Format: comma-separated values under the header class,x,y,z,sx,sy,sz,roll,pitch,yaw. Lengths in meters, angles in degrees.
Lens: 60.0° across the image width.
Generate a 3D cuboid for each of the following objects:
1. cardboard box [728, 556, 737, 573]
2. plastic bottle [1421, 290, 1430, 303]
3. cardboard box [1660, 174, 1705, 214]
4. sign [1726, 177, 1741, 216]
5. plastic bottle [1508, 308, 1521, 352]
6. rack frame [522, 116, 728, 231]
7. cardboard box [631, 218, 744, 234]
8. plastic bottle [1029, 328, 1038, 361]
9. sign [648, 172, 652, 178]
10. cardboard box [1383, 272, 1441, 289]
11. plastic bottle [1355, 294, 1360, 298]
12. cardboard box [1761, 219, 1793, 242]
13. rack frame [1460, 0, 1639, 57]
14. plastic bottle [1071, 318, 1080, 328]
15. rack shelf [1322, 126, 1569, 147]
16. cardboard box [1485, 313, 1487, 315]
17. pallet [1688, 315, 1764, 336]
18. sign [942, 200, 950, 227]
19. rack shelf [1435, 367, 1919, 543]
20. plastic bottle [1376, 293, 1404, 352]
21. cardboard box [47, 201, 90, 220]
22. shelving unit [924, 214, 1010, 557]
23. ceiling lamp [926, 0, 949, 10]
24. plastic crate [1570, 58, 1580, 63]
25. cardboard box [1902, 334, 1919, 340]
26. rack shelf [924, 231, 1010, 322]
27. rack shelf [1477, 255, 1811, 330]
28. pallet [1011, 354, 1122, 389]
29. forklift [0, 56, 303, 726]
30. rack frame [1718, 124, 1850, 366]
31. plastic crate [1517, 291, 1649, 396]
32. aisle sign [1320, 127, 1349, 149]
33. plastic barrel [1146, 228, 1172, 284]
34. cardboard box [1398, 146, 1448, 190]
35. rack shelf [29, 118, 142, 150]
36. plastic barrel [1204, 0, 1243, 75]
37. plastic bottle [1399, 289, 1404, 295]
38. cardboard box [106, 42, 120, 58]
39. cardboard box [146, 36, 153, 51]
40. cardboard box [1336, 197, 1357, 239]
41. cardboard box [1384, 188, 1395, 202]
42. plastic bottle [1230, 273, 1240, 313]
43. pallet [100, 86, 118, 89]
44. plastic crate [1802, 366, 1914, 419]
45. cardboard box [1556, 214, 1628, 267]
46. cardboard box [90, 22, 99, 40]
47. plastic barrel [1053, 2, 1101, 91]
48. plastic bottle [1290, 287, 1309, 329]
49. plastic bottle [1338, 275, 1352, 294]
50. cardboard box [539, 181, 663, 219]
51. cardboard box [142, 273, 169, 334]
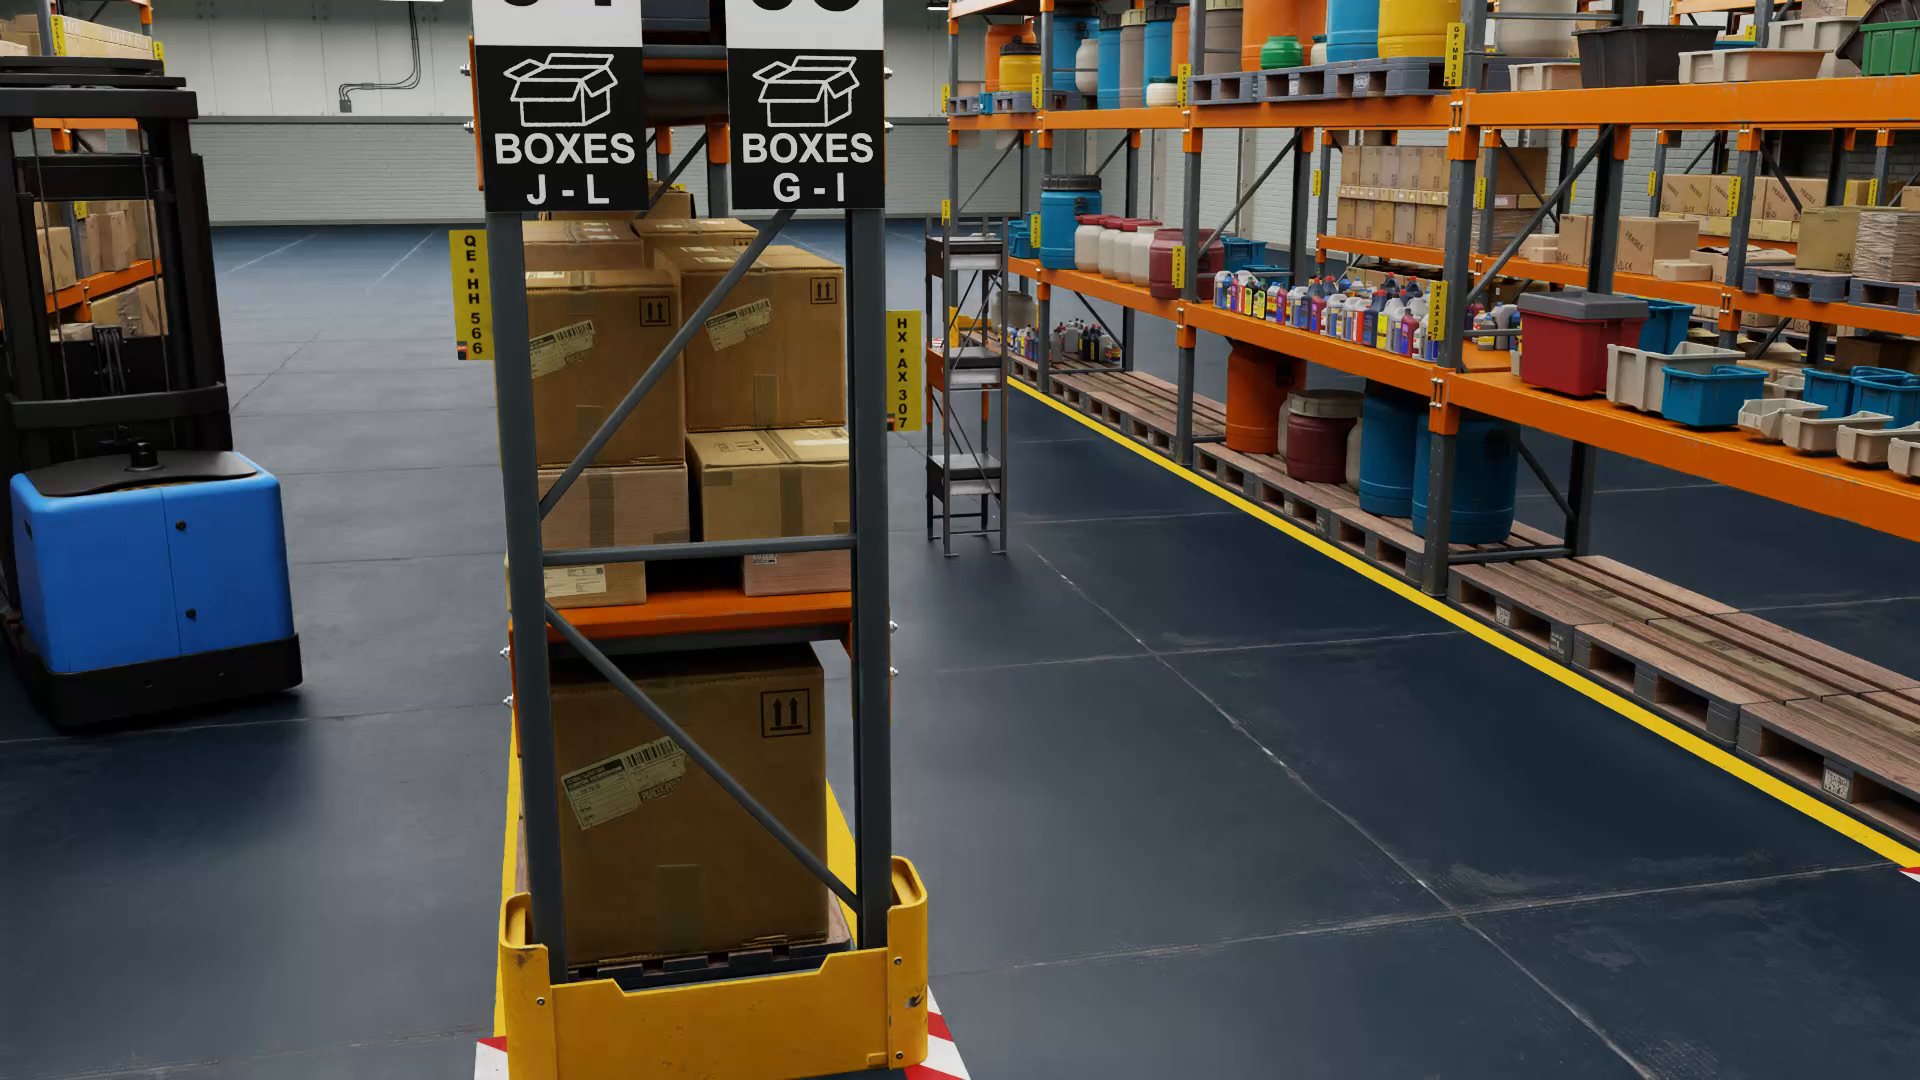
class,x,y,z,sx,sy,sz,roll,pitch,yaw
cardboard box,-0.518,-0.003,5.150,0.380,0.149,0.250,-3,14,-14
plastic bottle,3.147,-1.548,11.215,0.097,0.271,0.097,0,14,0
cardboard box,9.813,-4.660,22.373,0.500,0.500,0.500,-3,14,-13
sign,6.518,-2.894,14.011,0.100,0.325,0.005,-3,14,-13
plastic bottle,3.410,-1.290,10.156,0.097,0.271,0.097,0,14,0
rack frame,-1.634,-0.889,8.245,1.000,3.000,0.127,-3,14,-13
cardboard box,-1.266,-1.234,7.765,0.500,0.500,0.500,-3,14,-12
plastic bottle,0.826,-2.114,17.914,0.144,0.351,0.185,-4,14,-16
sign,-2.974,-3.329,15.791,0.100,0.325,0.005,-3,14,-13
cardboard box,5.438,-2.959,20.046,0.500,0.500,0.500,-3,14,-13
plastic bottle,2.601,-1.472,10.902,0.097,0.271,0.097,0,14,0
cardboard box,10.284,-3.822,20.526,0.500,0.250,0.500,-3,14,-13
rack frame,3.181,-4.079,8.663,1.000,3.000,0.127,-3,14,-13
plastic bottle,1.328,-2.331,18.803,0.144,0.351,0.185,-3,14,-11
rack shelf,5.648,-4.855,19.673,1.077,0.370,4.000,-3,14,-13
cardboard box,5.973,-2.317,17.818,0.500,0.311,0.500,-3,14,-13
pallet,10.167,-2.924,22.450,1.003,0.211,1.213,-3,14,-13
sign,-0.173,-4.038,20.551,0.100,0.325,0.005,-3,14,-13
rack shelf,3.651,-0.354,7.571,1.077,0.370,4.000,-3,14,-13
plastic bottle,2.647,-1.335,10.174,0.144,0.351,0.185,-3,14,-13
cardboard box,-8.411,-3.166,14.973,0.875,0.550,0.550,-3,14,-13
shelving unit,0.039,-0.982,10.522,0.431,2.100,0.503,-3,14,-13
ceiling lamp,0.038,-15.875,44.645,2.000,3.185,0.800,-3,14,-13
plastic crate,3.574,-2.438,8.713,0.450,0.188,0.662,-3,14,-13
cardboard box,11.121,-2.393,18.742,0.700,0.500,0.500,-3,14,-11
rack shelf,0.039,-1.649,10.359,0.431,0.518,0.480,-3,14,-13
rack shelf,6.587,-2.475,16.252,1.077,0.370,4.000,-3,14,-13
pallet,1.185,-1.813,17.903,1.003,0.211,1.213,-3,14,-13
forklift,-4.367,-0.894,8.410,1.130,2.935,3.031,-9,17,-34
rack frame,7.057,-2.363,14.278,1.000,3.000,0.127,-3,14,-13
plastic crate,3.147,-1.005,8.460,0.402,0.464,0.583,-3,14,-13
aisle sign,4.865,-5.469,21.516,0.394,0.787,0.004,-3,14,-13
plastic barrel,1.792,-2.367,14.061,0.421,0.512,0.421,0,14,0
cardboard box,5.654,-4.414,19.729,0.700,0.500,0.500,-3,14,-13
rack shelf,-8.827,-4.050,16.380,1.077,0.370,4.000,-3,14,-13
plastic barrel,2.260,-3.990,13.561,0.600,0.901,0.600,0,14,0
plastic bottle,2.984,-1.563,11.274,0.097,0.271,0.097,0,14,0
cardboard box,-8.559,-4.740,16.283,0.500,0.250,0.500,-3,14,-13
cardboard box,-8.888,-5.320,17.816,0.380,0.149,0.250,-3,14,-13
cardboard box,5.276,-4.149,21.377,0.700,0.500,0.500,-3,14,-13
cardboard box,5.366,-4.173,20.108,0.380,0.149,0.250,-3,14,-14
plastic bottle,2.062,-1.835,12.362,0.061,0.283,0.133,-3,14,-13
pallet,-8.822,-4.365,16.342,1.003,0.211,1.213,-3,14,-13
plastic crate,4.003,-0.638,7.445,0.416,0.233,0.300,-3,14,-13
cardboard box,6.406,-3.035,16.817,0.500,0.500,0.500,-2,14,-9
cardboard box,-8.354,-4.794,15.664,0.380,0.149,0.250,-3,14,-13
plastic barrel,1.172,-5.151,17.428,0.600,0.901,0.708,-3,14,-13
plastic bottle,2.355,-1.590,11.375,0.152,0.276,0.135,-3,14,-13
plastic bottle,2.860,-1.830,12.367,0.097,0.271,0.097,0,14,0
cardboard box,-2.267,-2.027,10.581,0.797,0.503,0.637,-3,14,-12
cardboard box,-9.073,-2.423,18.117,0.875,0.875,0.875,-3,14,-13
